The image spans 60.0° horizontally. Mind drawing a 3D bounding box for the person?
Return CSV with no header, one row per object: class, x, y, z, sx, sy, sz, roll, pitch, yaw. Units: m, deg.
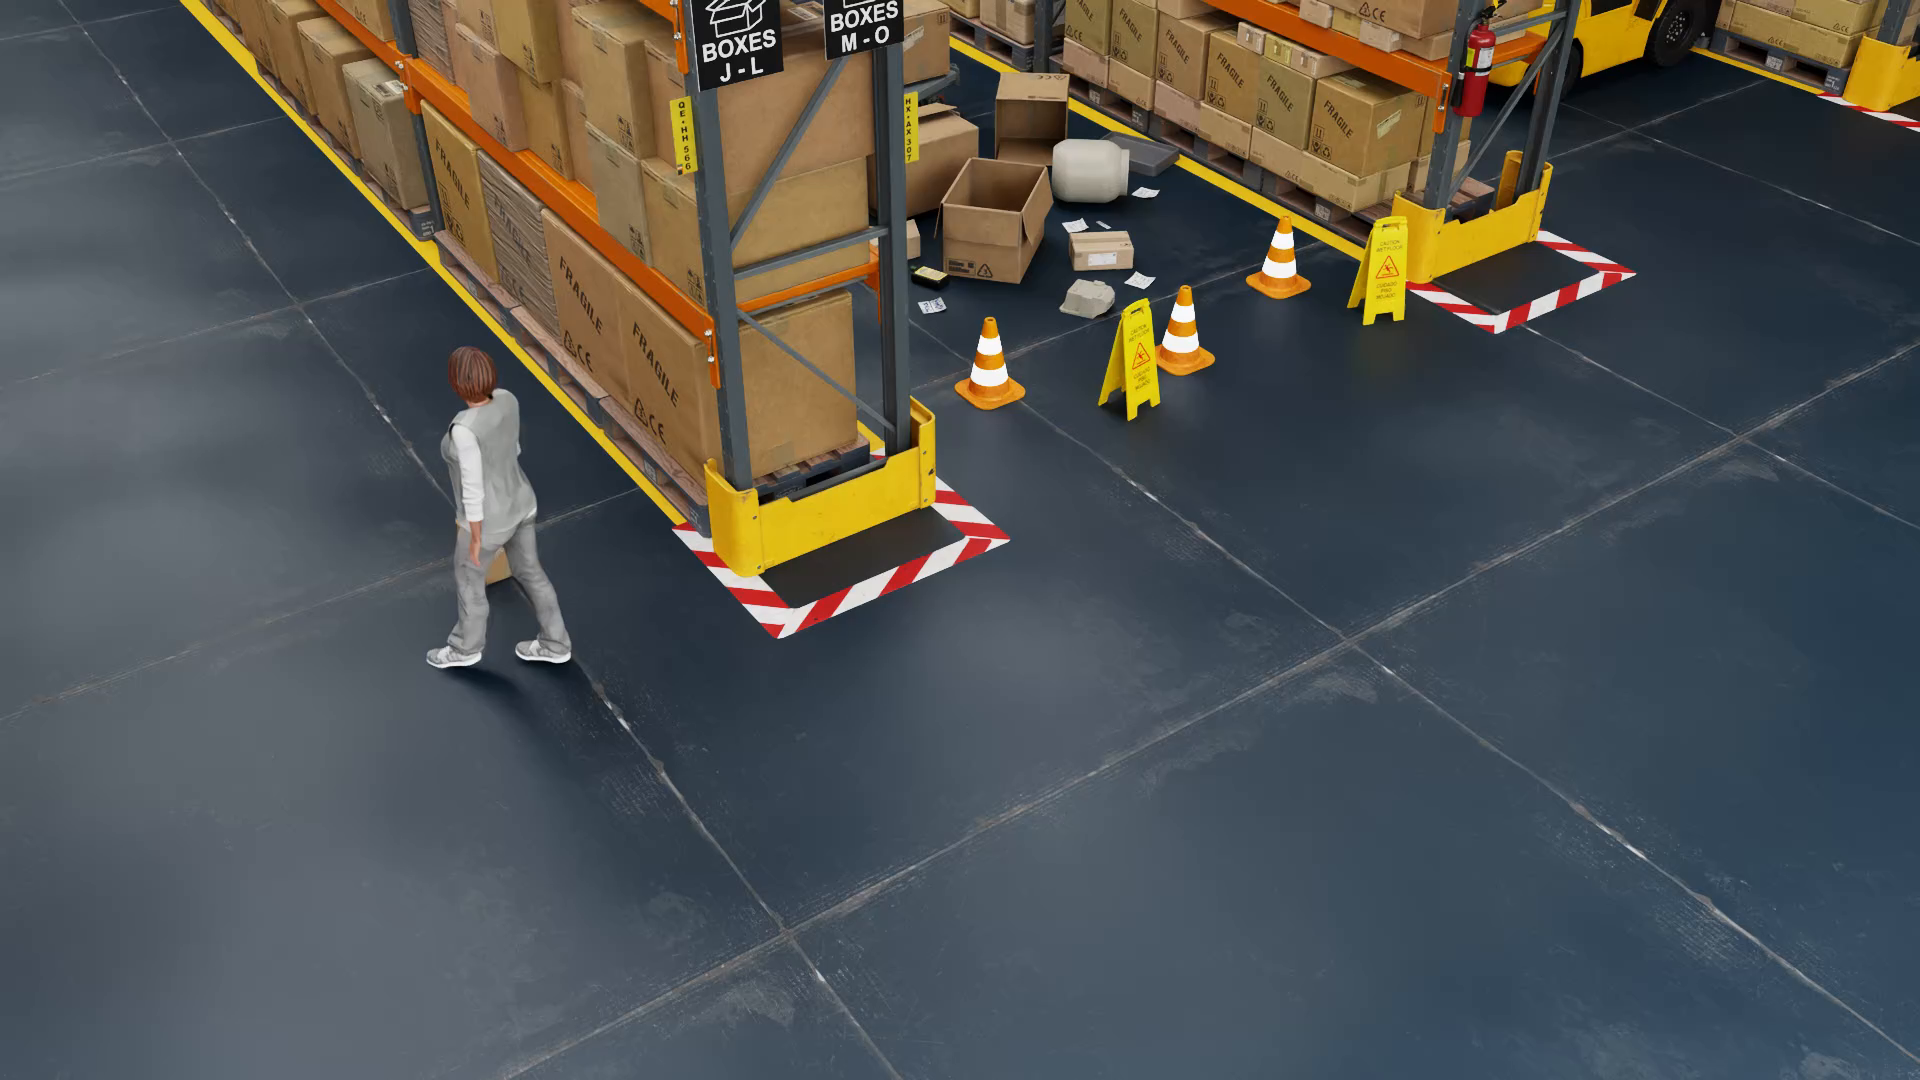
person,-2.060,-0.122,7.149,0.636,1.590,0.459,15,39,19
